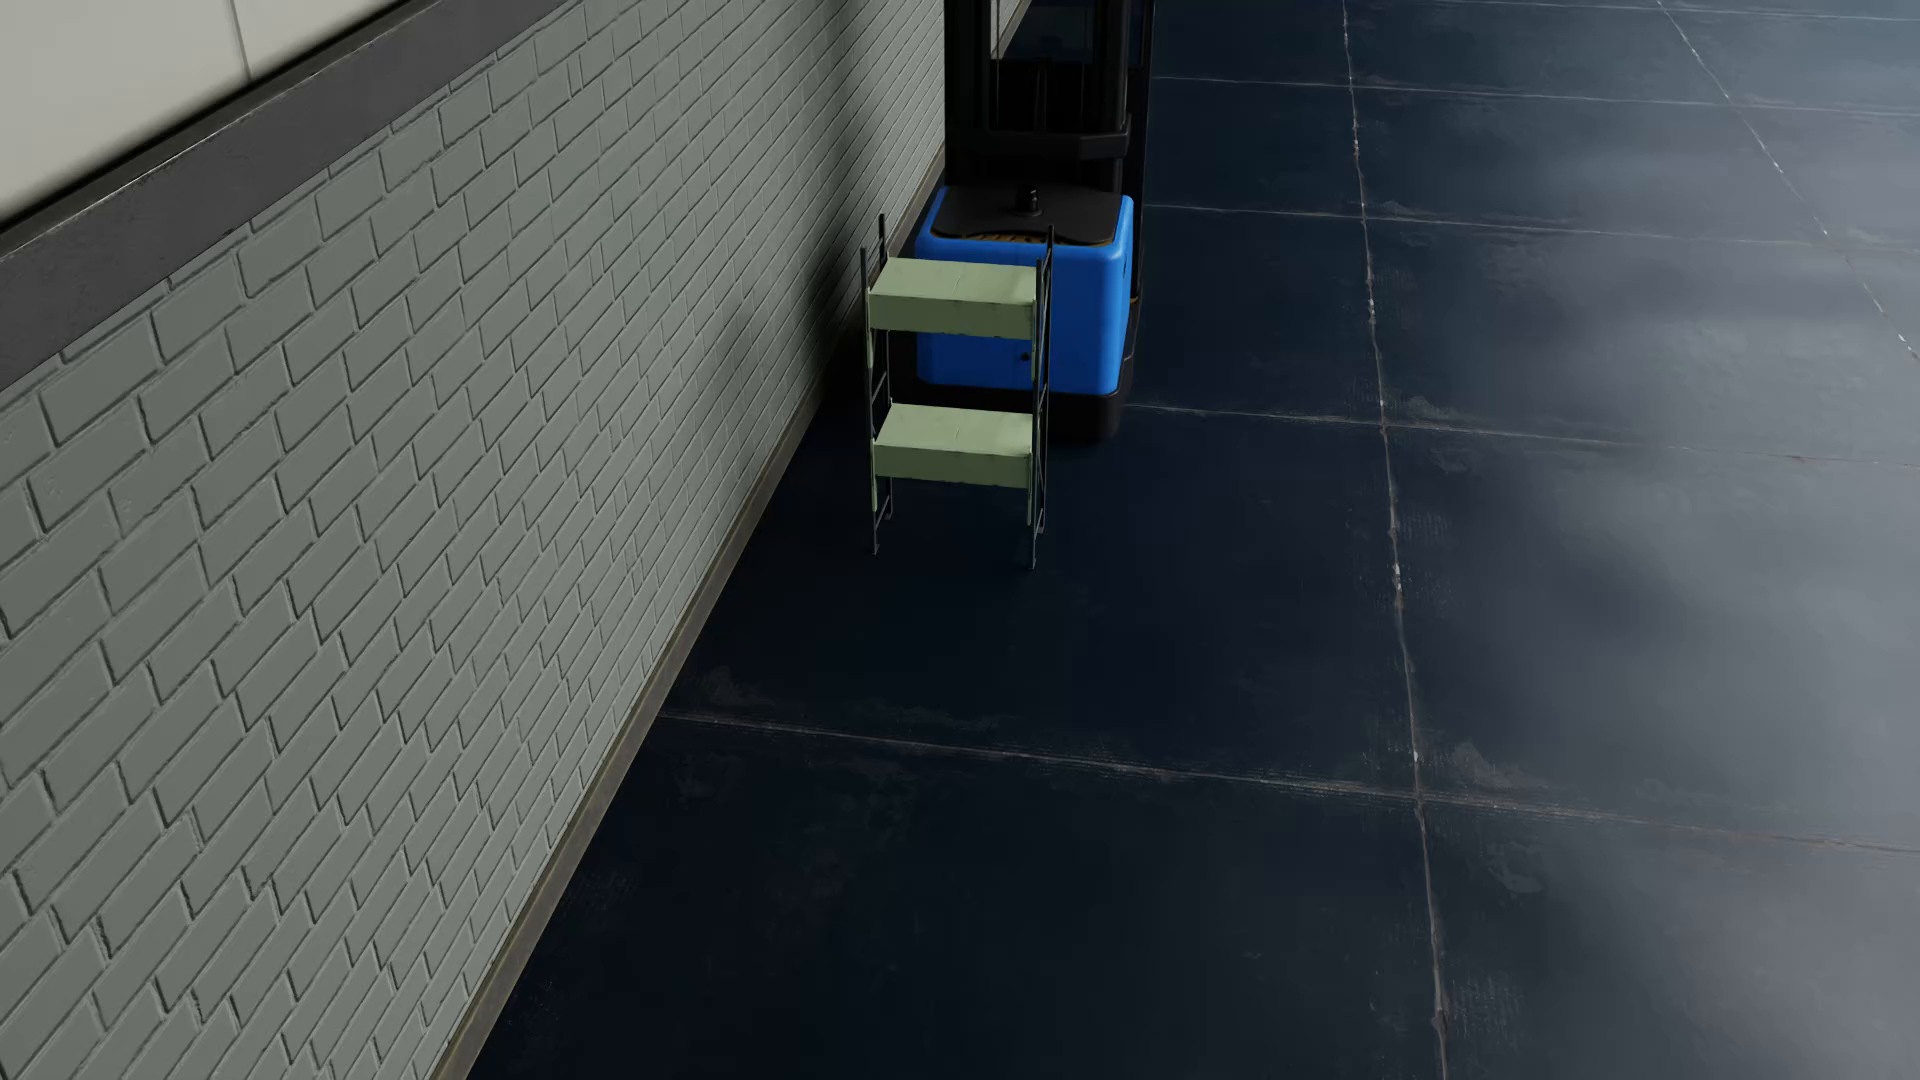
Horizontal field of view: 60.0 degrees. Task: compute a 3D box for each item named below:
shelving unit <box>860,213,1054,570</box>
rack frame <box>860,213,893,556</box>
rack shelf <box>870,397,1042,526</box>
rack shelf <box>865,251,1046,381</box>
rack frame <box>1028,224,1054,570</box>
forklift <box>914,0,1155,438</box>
[{"bbox_3d":[-0.007,-0.636,7.353,0.755,1.500,0.431,5,32,8],"label":"shelving unit"},{"bbox_3d":[-0.367,-0.669,7.405,0.023,1.500,0.400,5,32,8],"label":"rack frame"},{"bbox_3d":[-0.007,-0.360,7.526,0.720,0.370,0.431,5,32,8],"label":"rack shelf"},{"bbox_3d":[-0.007,-0.967,7.146,0.720,0.370,0.431,5,32,8],"label":"rack shelf"},{"bbox_3d":[0.354,-0.604,7.301,0.023,1.500,0.400,5,32,8],"label":"rack frame"},{"bbox_3d":[0.498,-2.525,9.021,1.130,2.935,3.031,5,32,7],"label":"forklift"}]
